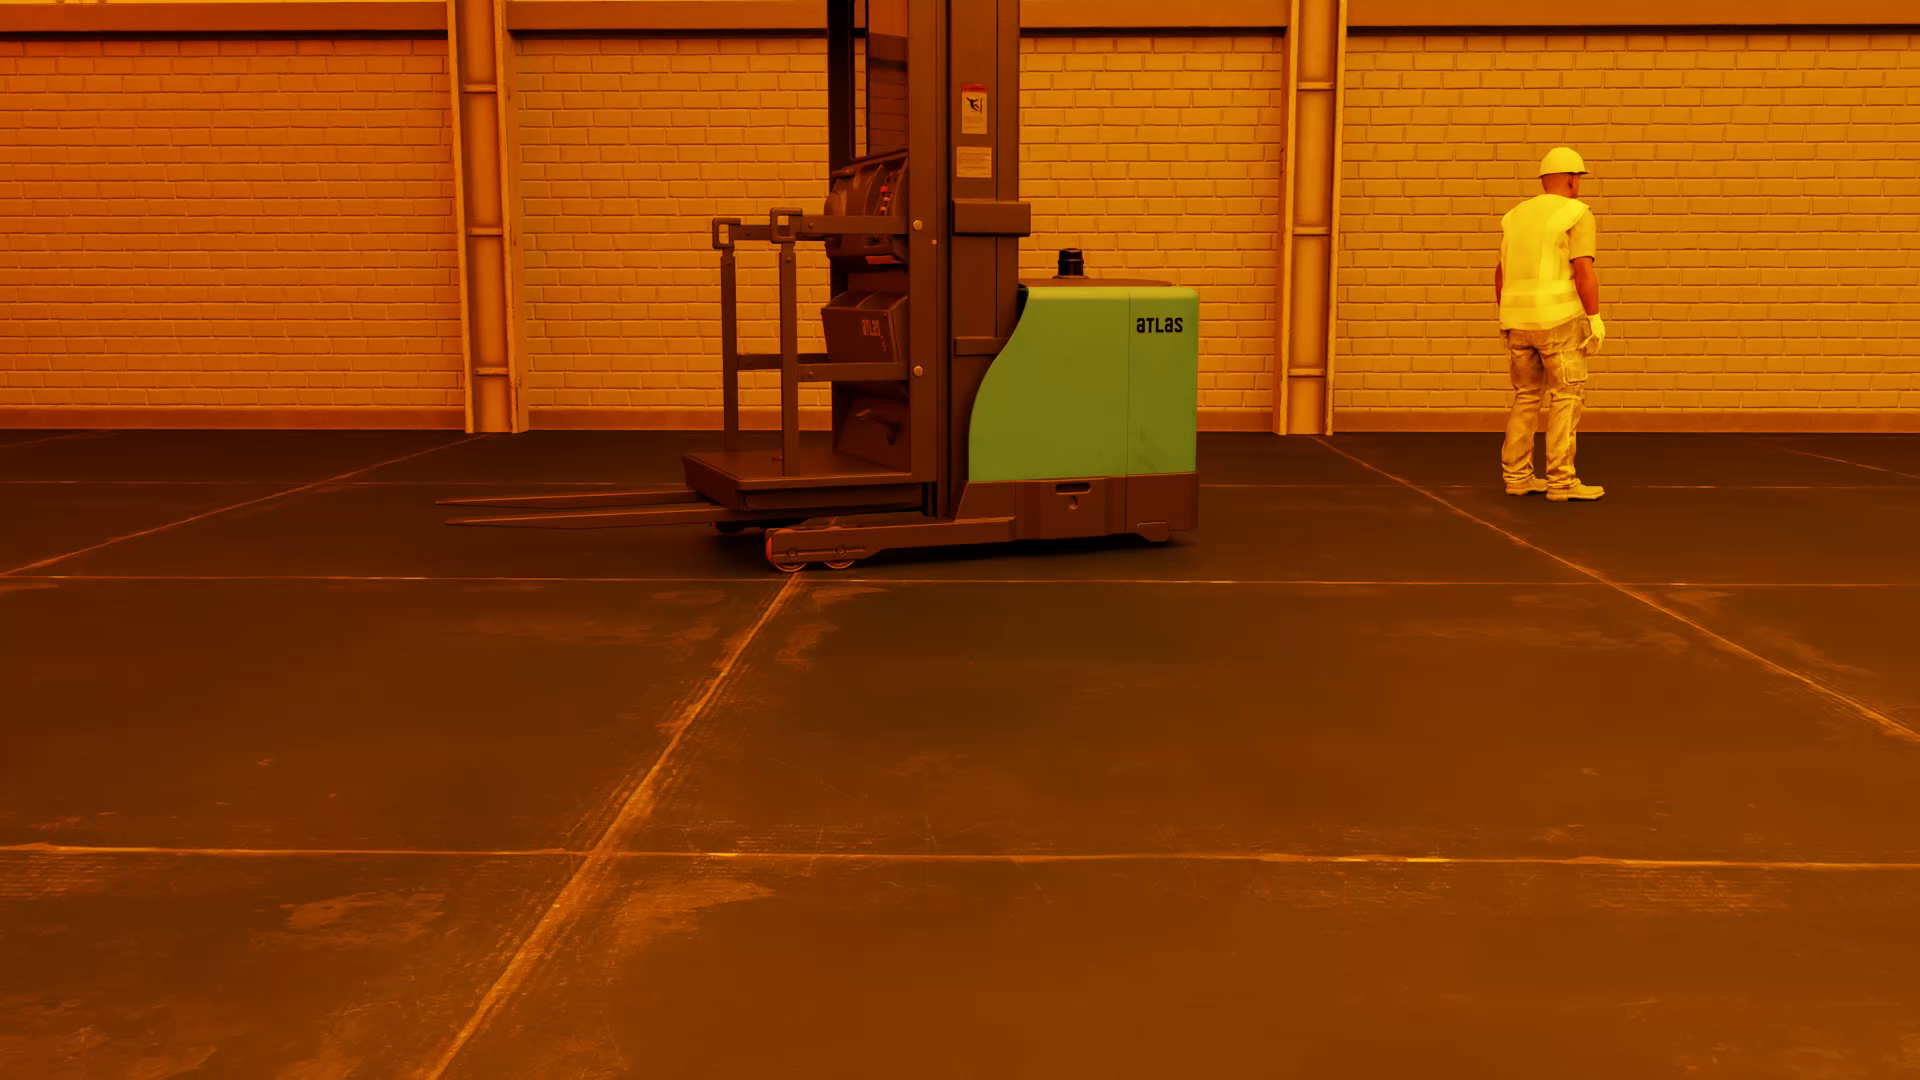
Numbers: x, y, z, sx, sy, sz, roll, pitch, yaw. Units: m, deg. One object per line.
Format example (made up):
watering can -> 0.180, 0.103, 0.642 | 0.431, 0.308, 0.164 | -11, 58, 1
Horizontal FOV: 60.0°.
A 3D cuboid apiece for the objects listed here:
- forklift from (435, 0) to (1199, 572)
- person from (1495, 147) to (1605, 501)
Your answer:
forklift -> -0.569, -1.416, 6.694 | 3.031, 2.935, 1.130 | -3, 9, -20
person -> 3.013, -1.107, 8.512 | 0.451, 1.773, 0.626 | -5, 10, -28
